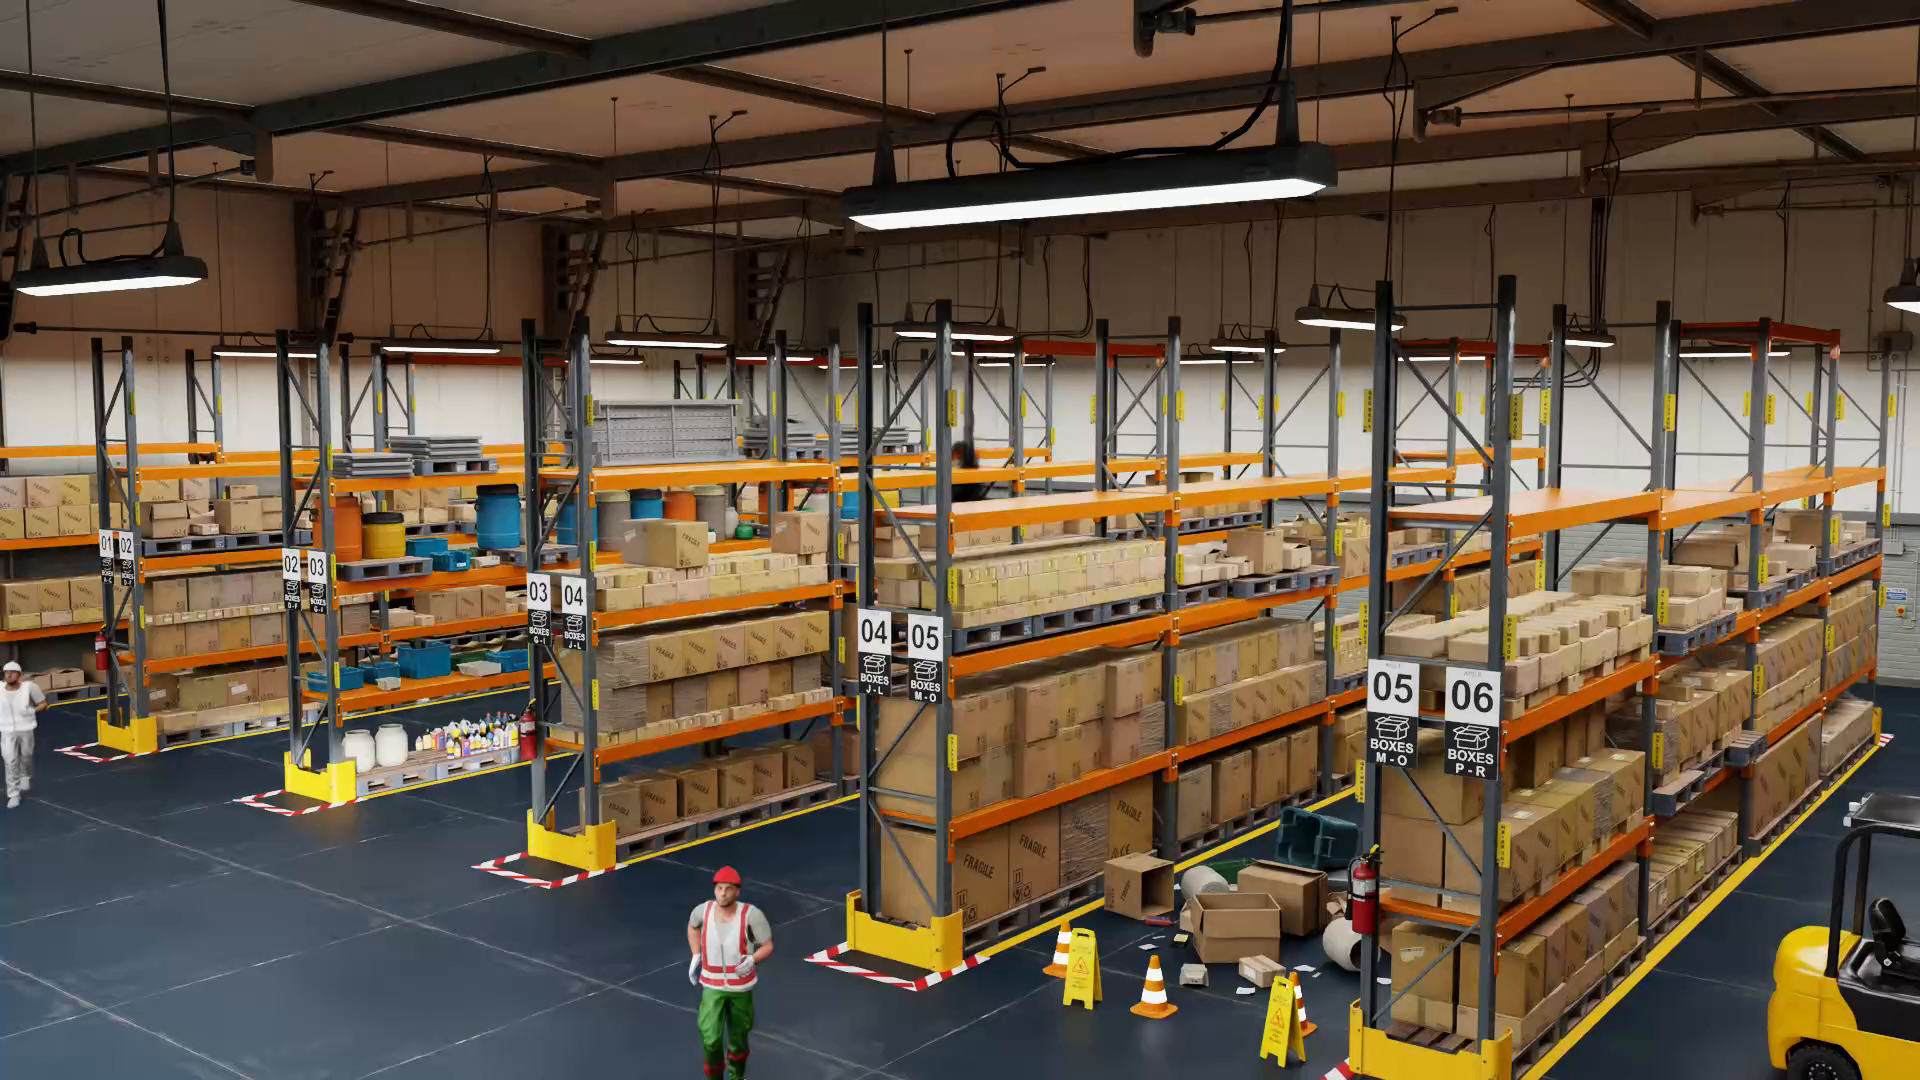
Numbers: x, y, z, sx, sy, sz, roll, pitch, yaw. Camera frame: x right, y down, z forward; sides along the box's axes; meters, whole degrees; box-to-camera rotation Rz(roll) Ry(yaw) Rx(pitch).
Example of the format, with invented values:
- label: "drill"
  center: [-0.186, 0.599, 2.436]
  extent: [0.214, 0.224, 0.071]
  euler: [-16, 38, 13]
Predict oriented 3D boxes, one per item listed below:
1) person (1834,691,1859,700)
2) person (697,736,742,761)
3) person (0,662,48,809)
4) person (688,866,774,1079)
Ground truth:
- label: "person"
  center: [13.882, 2.120, 26.126]
  extent: [0.614, 1.536, 0.594]
  euler: [-4, 6, -40]
- label: "person"
  center: [-3.240, 2.365, 22.139]
  extent: [0.709, 1.741, 0.799]
  euler: [4, 6, 38]
- label: "person"
  center: [-11.971, 2.431, 21.162]
  extent: [0.665, 1.796, 0.926]
  euler: [-2, 5, -21]
- label: "person"
  center: [-1.658, 3.247, 11.966]
  extent: [0.637, 1.834, 0.767]
  euler: [0, 5, -3]
